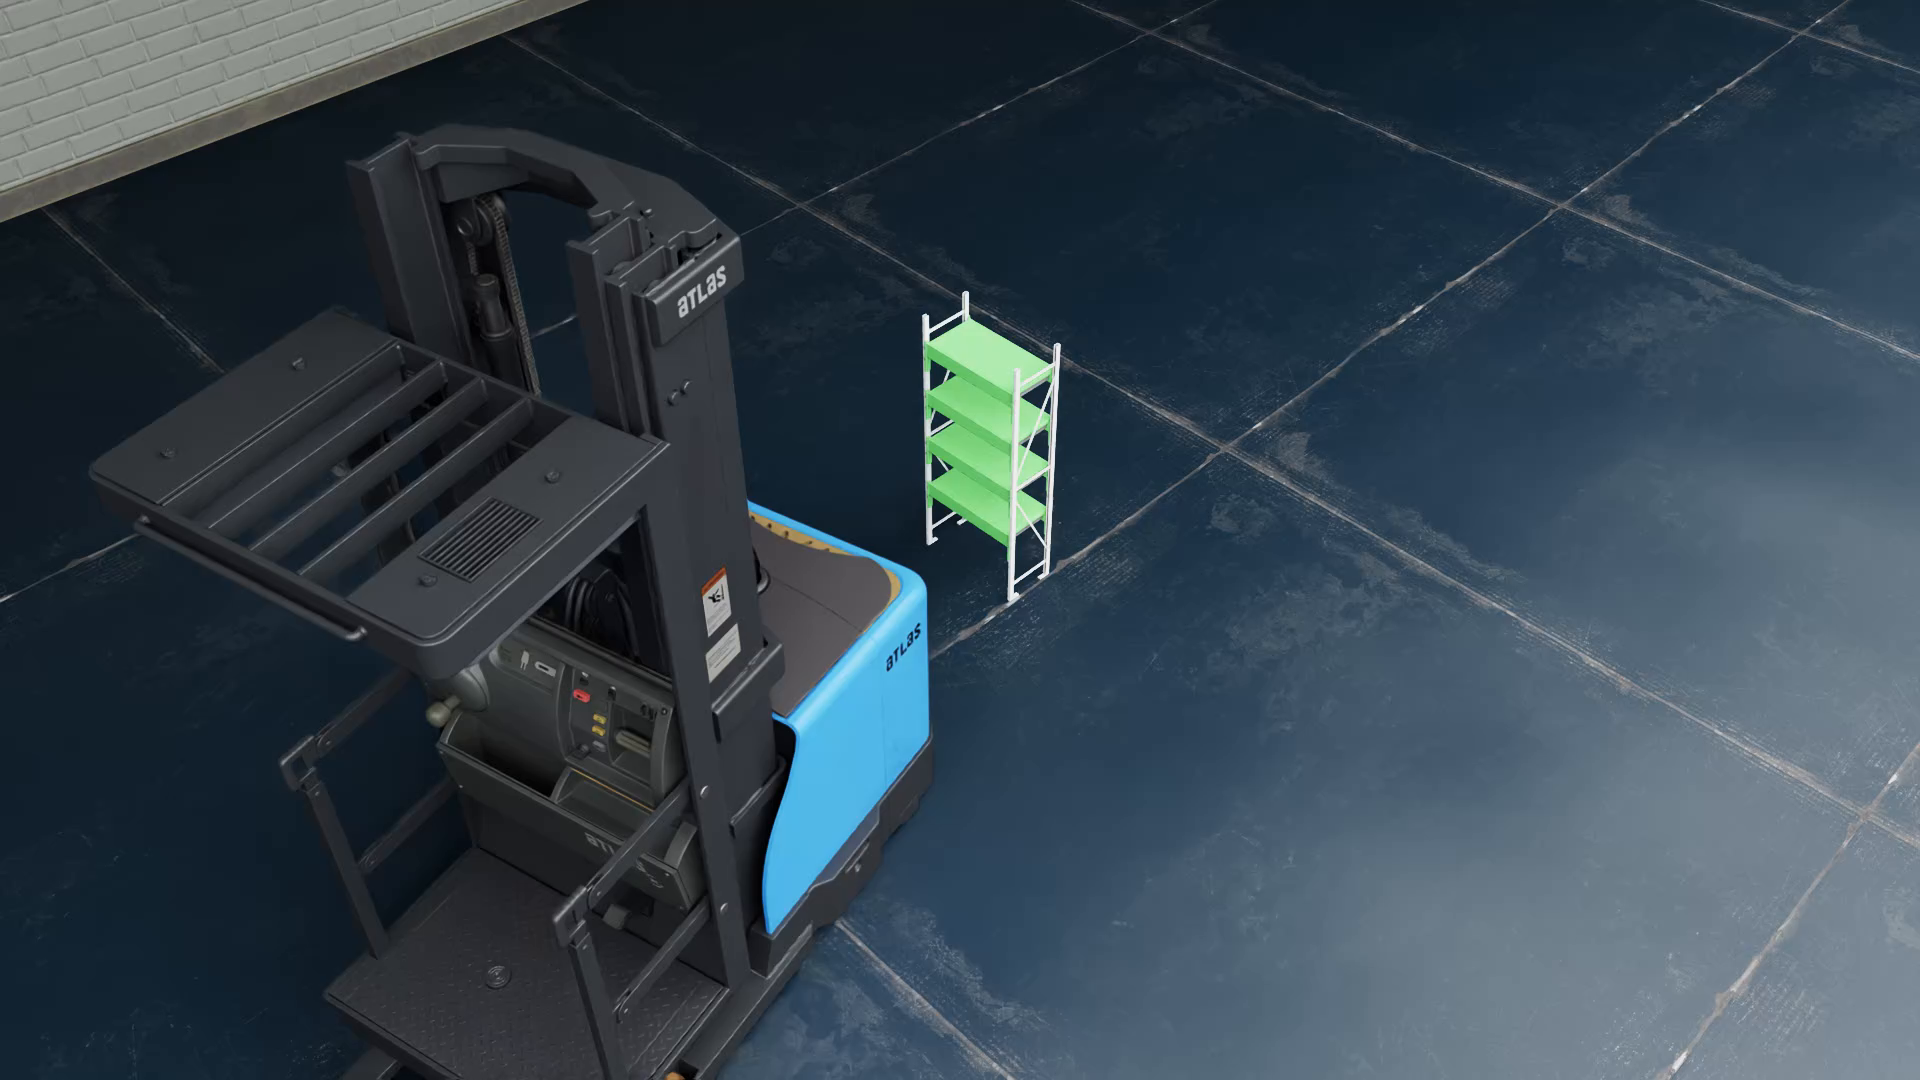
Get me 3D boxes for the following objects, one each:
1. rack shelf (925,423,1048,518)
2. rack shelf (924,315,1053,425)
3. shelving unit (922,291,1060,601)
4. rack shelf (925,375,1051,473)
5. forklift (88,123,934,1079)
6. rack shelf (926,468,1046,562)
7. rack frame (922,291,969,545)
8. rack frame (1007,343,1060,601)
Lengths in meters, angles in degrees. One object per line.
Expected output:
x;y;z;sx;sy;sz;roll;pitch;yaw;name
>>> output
0.117;-0.314;6.800;0.258;0.148;0.480;-34;53;-31;rack shelf
0.117;-0.667;6.474;0.258;0.148;0.480;-34;53;-31;rack shelf
0.117;-0.361;6.757;0.258;1.200;0.503;-34;53;-31;shelving unit
0.117;-0.490;6.637;0.258;0.148;0.480;-34;53;-31;rack shelf
-1.288;0.519;4.528;1.130;2.935;3.031;22;47;22;forklift
0.117;-0.138;6.963;0.258;0.148;0.480;-34;53;-31;rack shelf
-0.055;-0.478;6.884;0.240;1.200;0.015;-34;53;-31;rack frame
0.289;-0.244;6.630;0.240;1.200;0.015;-34;53;-31;rack frame
